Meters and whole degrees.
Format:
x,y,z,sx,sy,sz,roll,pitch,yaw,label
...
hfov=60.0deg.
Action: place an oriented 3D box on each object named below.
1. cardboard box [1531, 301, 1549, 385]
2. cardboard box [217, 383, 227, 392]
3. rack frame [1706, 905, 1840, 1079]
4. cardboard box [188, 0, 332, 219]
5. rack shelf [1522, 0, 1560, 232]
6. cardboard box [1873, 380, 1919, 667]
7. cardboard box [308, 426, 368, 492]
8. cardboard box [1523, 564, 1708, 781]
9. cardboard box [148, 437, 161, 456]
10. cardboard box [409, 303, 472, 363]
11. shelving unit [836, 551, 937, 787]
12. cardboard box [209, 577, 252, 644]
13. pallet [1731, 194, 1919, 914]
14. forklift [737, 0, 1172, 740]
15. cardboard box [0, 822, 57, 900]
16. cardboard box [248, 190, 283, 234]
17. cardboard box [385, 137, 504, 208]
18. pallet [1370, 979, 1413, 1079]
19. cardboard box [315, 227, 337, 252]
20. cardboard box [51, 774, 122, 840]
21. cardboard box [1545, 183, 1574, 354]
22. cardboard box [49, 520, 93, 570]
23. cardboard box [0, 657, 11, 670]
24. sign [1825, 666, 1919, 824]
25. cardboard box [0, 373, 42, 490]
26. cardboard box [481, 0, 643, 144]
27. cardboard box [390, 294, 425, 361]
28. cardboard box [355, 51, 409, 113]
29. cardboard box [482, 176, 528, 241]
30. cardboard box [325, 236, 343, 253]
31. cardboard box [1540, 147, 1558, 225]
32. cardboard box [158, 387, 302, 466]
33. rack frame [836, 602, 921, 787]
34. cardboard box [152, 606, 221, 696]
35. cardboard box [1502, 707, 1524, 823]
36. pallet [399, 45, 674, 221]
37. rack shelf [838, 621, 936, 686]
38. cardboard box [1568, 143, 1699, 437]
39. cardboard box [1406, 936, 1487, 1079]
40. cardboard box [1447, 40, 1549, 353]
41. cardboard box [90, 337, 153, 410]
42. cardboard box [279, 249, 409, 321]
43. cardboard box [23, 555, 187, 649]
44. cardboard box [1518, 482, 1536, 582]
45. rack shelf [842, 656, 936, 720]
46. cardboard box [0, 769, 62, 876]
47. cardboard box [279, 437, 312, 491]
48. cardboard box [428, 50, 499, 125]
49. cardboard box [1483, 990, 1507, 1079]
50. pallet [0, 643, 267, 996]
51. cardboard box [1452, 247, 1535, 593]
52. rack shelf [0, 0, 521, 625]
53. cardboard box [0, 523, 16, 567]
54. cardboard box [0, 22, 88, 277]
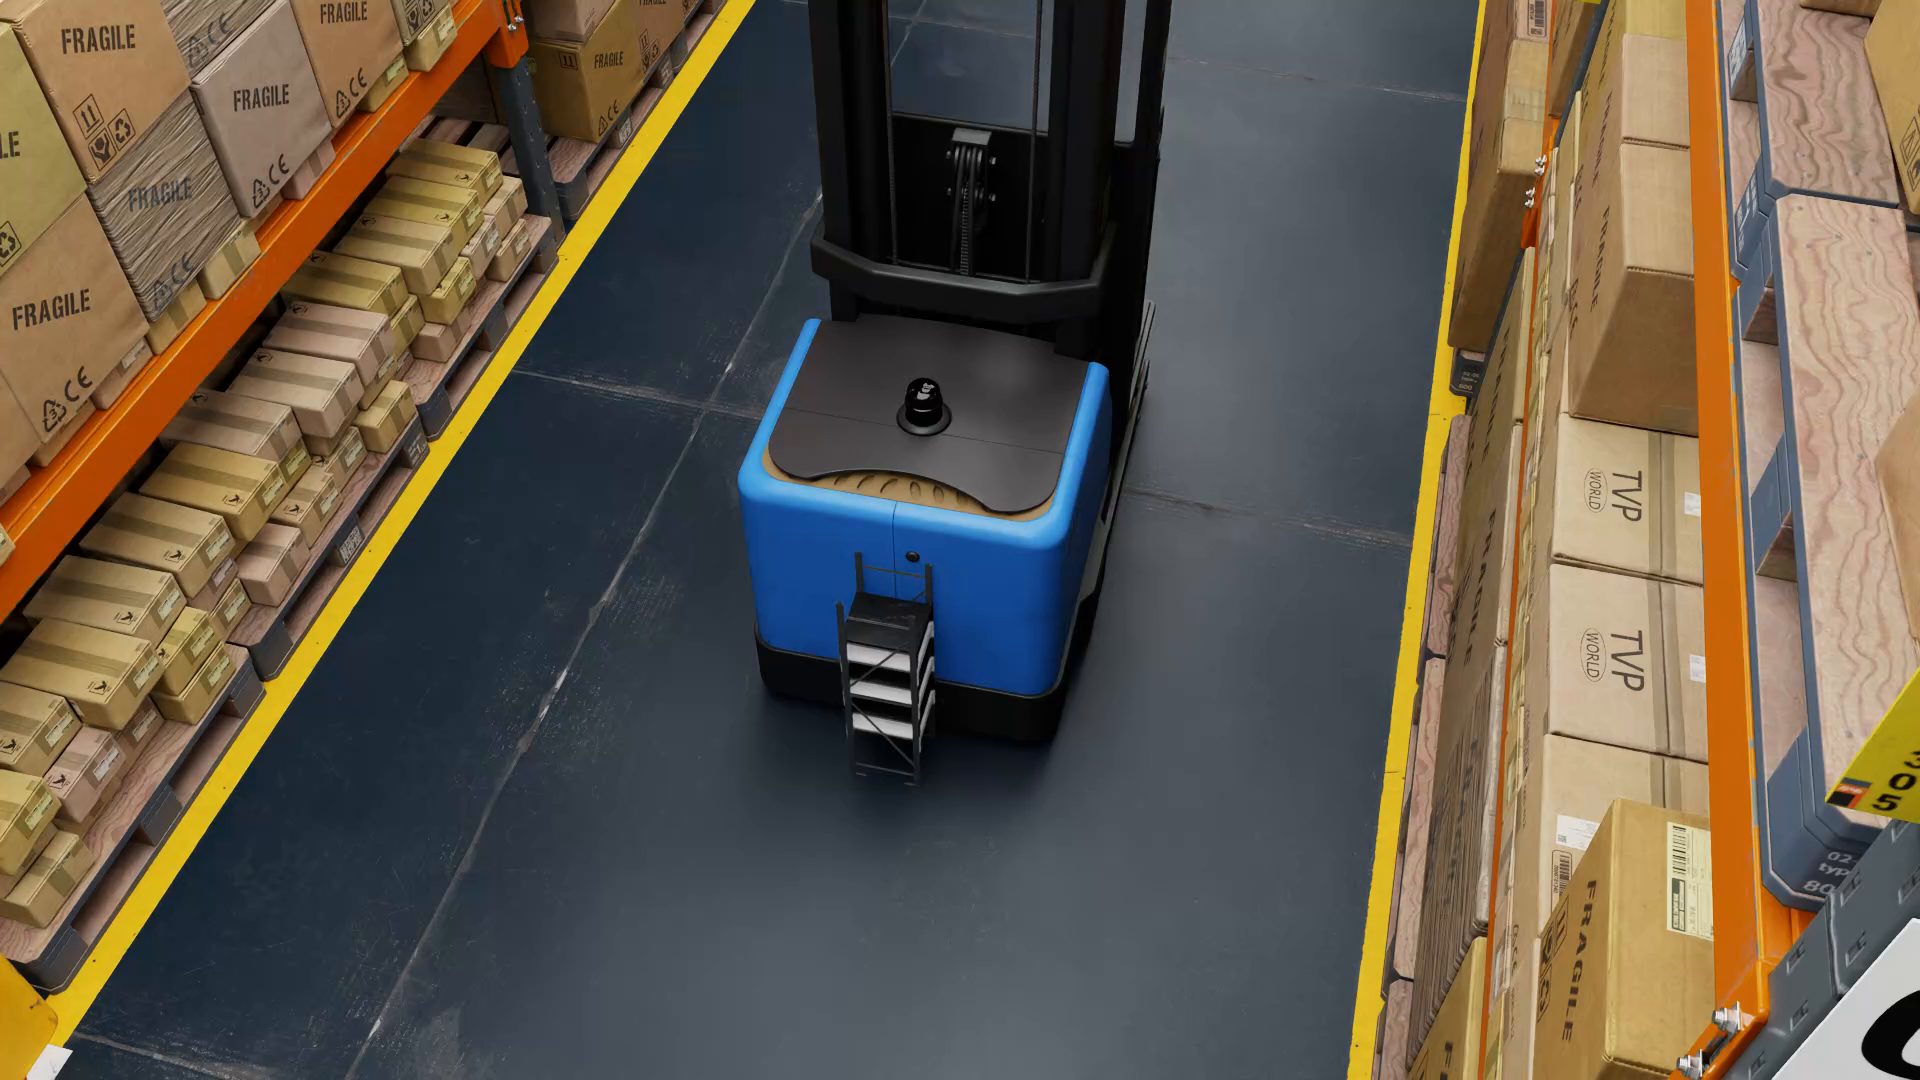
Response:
x,y,z,sx,sy,sz,roll,pitch,yaw,label
1.896,-0.546,4.898,0.380,0.149,0.250,10,49,9,cardboard box
-2.968,-0.552,6.159,0.380,0.149,0.250,11,50,10,cardboard box
1.448,1.545,2.886,1.000,3.000,0.127,12,50,10,rack frame
-2.383,-1.391,5.212,0.500,0.500,0.500,11,50,10,cardboard box
3.027,-2.557,6.986,1.077,0.370,4.000,12,50,10,rack shelf
1.533,-0.039,1.870,0.700,0.500,0.500,9,49,8,cardboard box
-2.438,-0.321,6.154,0.380,0.149,0.250,12,50,11,cardboard box
1.587,0.358,3.835,0.500,0.250,0.500,10,49,9,cardboard box
-2.985,-0.459,5.879,0.380,0.149,0.250,12,50,10,cardboard box
-2.189,-0.869,6.638,0.380,0.149,0.250,10,49,9,cardboard box
-0.225,0.427,5.273,0.258,0.900,0.210,10,49,9,shelving unit
-2.667,0.229,5.669,0.380,0.149,0.250,12,50,10,cardboard box
1.633,0.043,2.270,1.003,0.211,1.213,12,50,10,pallet
0.144,-1.430,5.557,1.130,2.935,3.031,10,49,9,forklift
-2.925,0.871,4.904,0.380,0.149,0.250,13,50,12,cardboard box
-2.451,-1.117,5.403,0.380,0.149,0.250,11,49,9,cardboard box
-2.101,-1.484,6.783,0.380,0.149,0.250,13,50,11,cardboard box
1.583,1.874,4.455,1.003,0.211,1.213,12,50,10,pallet
-2.697,-1.204,6.537,0.380,0.149,0.250,11,49,10,cardboard box
-2.874,0.776,5.186,0.380,0.149,0.250,11,50,10,cardboard box
1.988,-0.750,4.813,0.500,0.250,0.500,11,50,10,cardboard box
-3.188,0.008,5.665,0.380,0.149,0.250,12,50,11,cardboard box
-3.251,0.496,5.433,0.380,0.149,0.250,11,50,10,cardboard box
0.928,0.169,1.562,0.100,0.325,0.005,12,50,10,sign
-2.810,-0.301,4.250,0.500,0.500,0.500,12,50,10,cardboard box
-1.808,-2.194,7.573,0.500,0.500,0.500,13,50,11,cardboard box
-2.308,-0.846,6.419,0.380,0.149,0.250,12,50,10,cardboard box
-2.198,-1.675,5.895,0.380,0.149,0.250,13,50,12,cardboard box
-2.034,-1.404,6.911,0.380,0.149,0.250,12,50,11,cardboard box
-2.672,-1.111,6.653,0.380,0.149,0.250,11,50,10,cardboard box
2.102,-1.117,5.403,0.380,0.149,0.250,12,50,10,cardboard box
-2.544,-0.368,5.798,0.380,0.149,0.250,12,50,10,cardboard box
-0.248,0.502,5.207,0.240,0.900,0.006,10,49,9,rack frame
-2.648,0.325,5.385,0.380,0.149,0.250,13,50,11,cardboard box
1.491,0.567,3.917,0.380,0.149,0.250,11,49,9,cardboard box
-2.055,-2.041,7.910,1.003,0.211,1.213,12,50,10,pallet
-0.225,0.330,5.163,0.258,0.077,0.200,10,49,9,rack shelf
1.858,-0.617,4.196,0.500,0.500,0.500,10,49,9,cardboard box
1.539,1.630,3.947,0.875,0.875,0.875,12,50,10,cardboard box
2.650,-1.251,6.490,1.225,0.875,0.875,12,50,10,cardboard box
-2.637,-0.548,4.901,0.380,0.149,0.250,11,49,9,cardboard box
-2.332,-0.937,6.301,0.380,0.149,0.250,13,50,11,cardboard box
-2.713,0.213,5.286,0.380,0.149,0.250,9,49,8,cardboard box
1.693,0.011,4.407,0.380,0.149,0.250,10,49,9,cardboard box
-0.225,0.449,5.298,0.258,0.077,0.200,10,49,9,rack shelf
-2.845,0.789,4.778,0.380,0.149,0.250,10,49,8,cardboard box
-2.557,-0.283,5.922,0.380,0.149,0.250,14,50,12,cardboard box
-2.306,-2.297,7.664,0.500,0.500,0.500,11,49,9,cardboard box
1.290,1.117,3.431,0.380,0.149,0.250,12,50,10,cardboard box
-3.043,0.780,5.421,1.003,0.211,1.213,12,50,10,pallet
2.250,-0.322,5.671,0.875,0.875,0.875,12,50,10,cardboard box
-2.784,-0.715,5.361,1.077,0.370,4.000,12,50,10,rack shelf
-2.760,0.030,4.390,0.380,0.149,0.250,10,49,9,cardboard box
-2.651,-0.980,4.182,0.500,0.500,0.500,11,49,9,cardboard box
